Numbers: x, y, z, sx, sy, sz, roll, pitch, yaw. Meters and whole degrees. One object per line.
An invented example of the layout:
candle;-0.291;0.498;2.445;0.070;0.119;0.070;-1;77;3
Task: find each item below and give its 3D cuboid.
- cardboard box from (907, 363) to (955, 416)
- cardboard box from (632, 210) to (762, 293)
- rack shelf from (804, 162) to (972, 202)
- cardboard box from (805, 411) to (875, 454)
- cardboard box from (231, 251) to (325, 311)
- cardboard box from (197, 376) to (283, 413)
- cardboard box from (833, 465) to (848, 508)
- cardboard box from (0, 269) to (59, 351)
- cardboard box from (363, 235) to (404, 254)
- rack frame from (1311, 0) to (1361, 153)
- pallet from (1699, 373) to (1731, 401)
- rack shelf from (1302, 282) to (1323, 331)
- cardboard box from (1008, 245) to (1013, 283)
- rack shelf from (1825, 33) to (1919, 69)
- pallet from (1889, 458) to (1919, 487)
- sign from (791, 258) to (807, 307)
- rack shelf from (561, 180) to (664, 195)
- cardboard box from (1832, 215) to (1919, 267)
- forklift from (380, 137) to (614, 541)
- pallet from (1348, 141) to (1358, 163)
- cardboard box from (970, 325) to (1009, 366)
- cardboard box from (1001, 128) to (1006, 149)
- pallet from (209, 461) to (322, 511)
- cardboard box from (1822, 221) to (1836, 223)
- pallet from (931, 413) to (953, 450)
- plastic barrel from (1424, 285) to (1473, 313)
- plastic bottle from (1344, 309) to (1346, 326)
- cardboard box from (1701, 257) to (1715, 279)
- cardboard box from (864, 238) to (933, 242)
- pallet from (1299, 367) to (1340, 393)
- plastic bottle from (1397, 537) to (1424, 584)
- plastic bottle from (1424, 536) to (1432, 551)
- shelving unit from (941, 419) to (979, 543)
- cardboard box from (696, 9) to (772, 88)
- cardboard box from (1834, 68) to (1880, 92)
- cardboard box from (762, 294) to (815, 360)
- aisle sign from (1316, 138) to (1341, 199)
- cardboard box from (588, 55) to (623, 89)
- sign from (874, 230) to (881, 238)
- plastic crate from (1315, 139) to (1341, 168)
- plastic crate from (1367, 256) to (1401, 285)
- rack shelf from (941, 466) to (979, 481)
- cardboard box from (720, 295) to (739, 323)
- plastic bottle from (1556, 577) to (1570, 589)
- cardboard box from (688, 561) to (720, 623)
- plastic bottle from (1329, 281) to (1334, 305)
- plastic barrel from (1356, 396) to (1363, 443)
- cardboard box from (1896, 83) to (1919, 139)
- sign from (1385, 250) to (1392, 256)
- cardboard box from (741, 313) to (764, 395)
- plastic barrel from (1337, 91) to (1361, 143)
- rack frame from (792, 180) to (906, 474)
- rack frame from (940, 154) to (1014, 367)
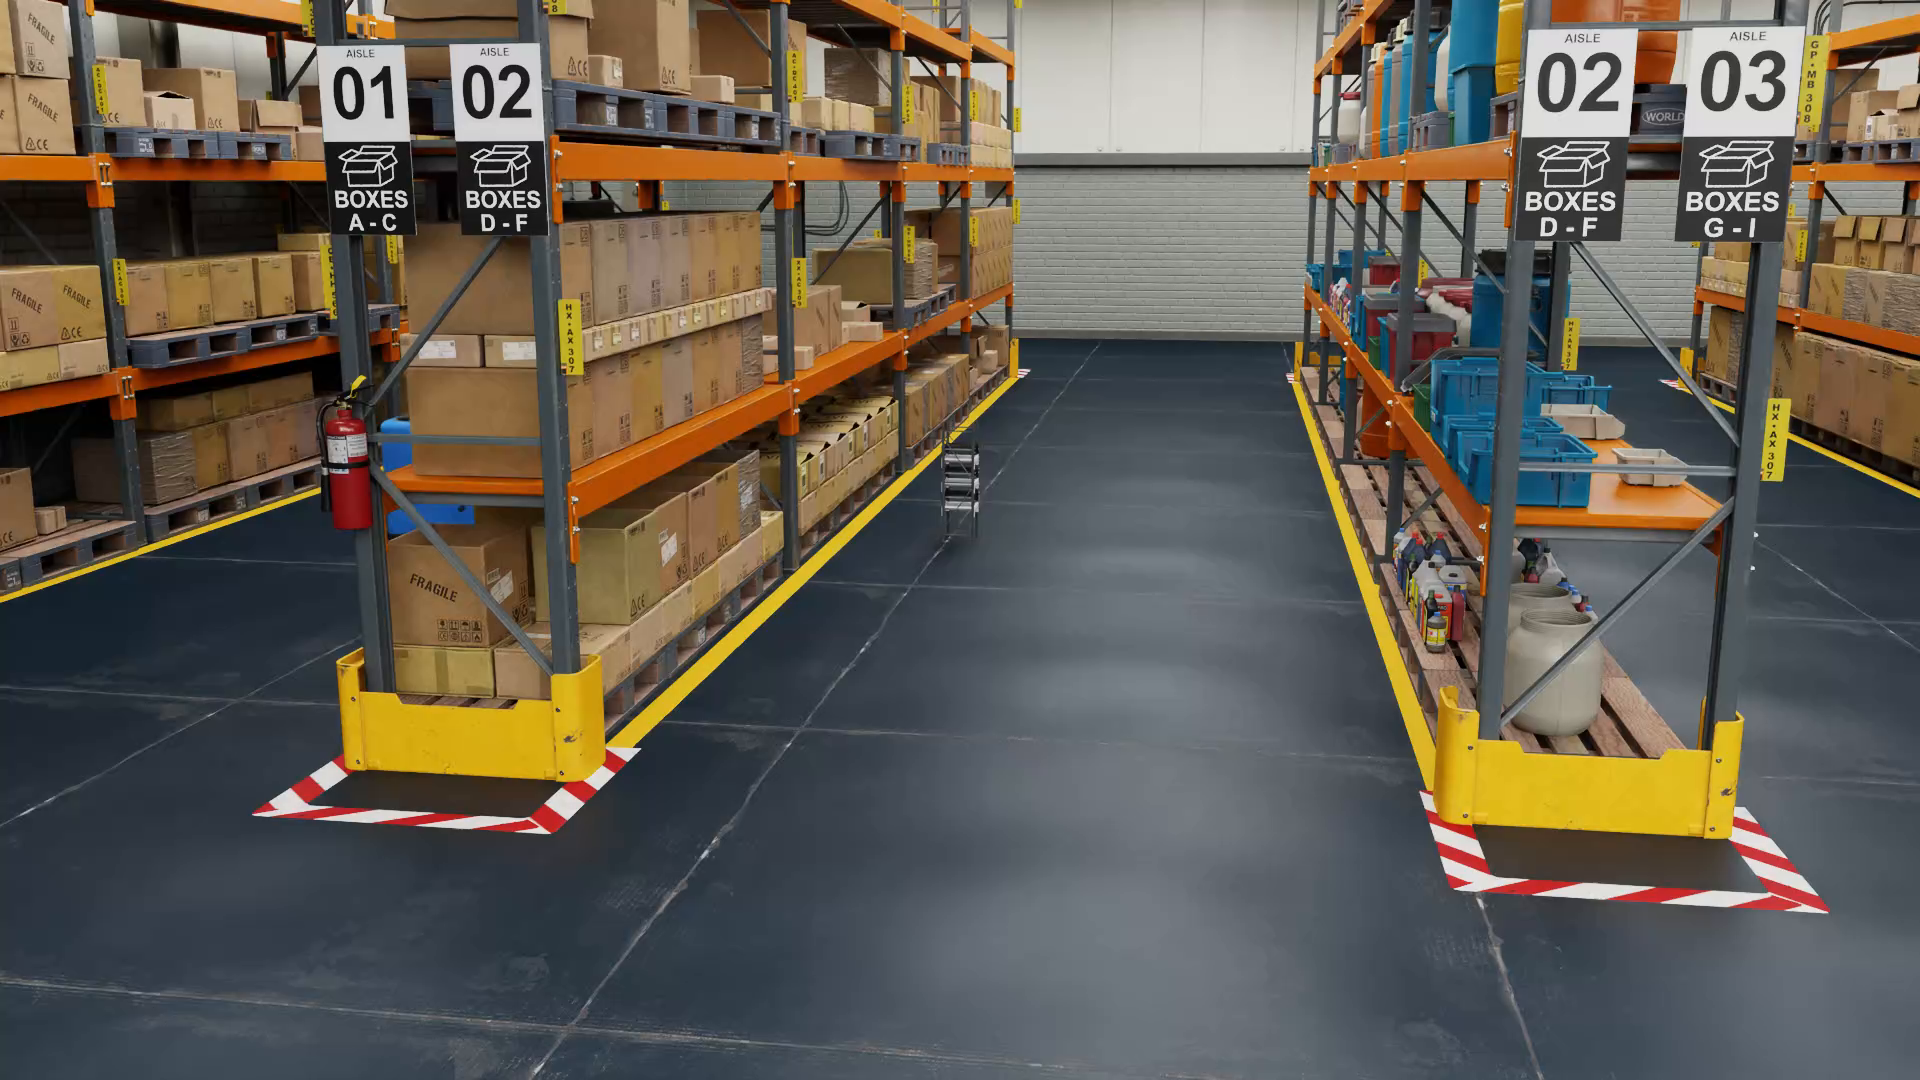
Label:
cardboard box;-0.346;-1.610;17.735;0.500;0.500;0.500;2;12;9
cardboard box;-1.683;-1.861;10.694;0.700;0.500;0.500;2;12;9
rack shelf;-0.699;-3.635;16.826;1.077;0.370;4.000;2;12;9
cardboard box;-0.997;-0.909;13.788;0.500;0.311;0.500;2;12;8
cardboard box;-6.023;-2.312;14.819;0.700;0.500;0.500;1;12;3
cardboard box;-6.185;-1.248;14.272;0.500;0.250;0.500;2;12;8
cardboard box;-1.158;-0.422;12.863;0.500;0.250;0.500;1;12;7
cardboard box;-6.355;-1.521;10.961;0.500;0.500;0.500;2;12;8
cardboard box;-5.573;-2.926;16.180;0.500;0.250;0.500;2;12;10
rack frame;5.118;-6.540;21.482;1.000;3.000;0.127;2;12;9
pallet;9.966;-1.915;20.879;1.003;0.211;1.213;2;12;9
rack shelf;4.810;-2.840;20.258;1.077;0.370;4.000;2;12;9
cardboard box;0.424;-3.716;22.378;0.500;0.500;0.500;2;12;10
rack shelf;9.704;-5.416;18.923;1.077;0.370;4.000;2;12;9
pallet;8.977;-0.580;14.686;1.003;0.211;1.213;2;12;9
sign;-1.073;-1.715;11.089;0.100;0.325;0.005;2;12;9
rack shelf;-4.979;-4.627;21.431;1.077;0.370;4.000;2;12;9
cardboard box;9.307;-3.021;16.771;0.797;0.503;0.637;2;12;7
forklift;-3.191;-1.469;12.352;1.130;2.935;3.031;2;12;7
pallet;4.307;-3.746;16.086;1.003;0.211;1.213;2;12;9
cardboard box;0.384;-2.641;22.517;0.500;0.500;0.500;2;12;9
cardboard box;0.320;-5.187;21.491;0.500;0.250;0.500;2;12;9
pallet;-6.213;-0.484;14.240;1.003;0.211;1.213;2;12;9
cardboard box;9.806;-3.247;18.309;0.500;0.500;0.500;2;12;9
pallet;-0.664;-1.148;17.319;1.003;0.211;1.213;2;12;9
plastic barrel;3.940;-1.776;13.349;0.421;0.512;0.421;0;12;0
plastic bottle;3.674;-2.116;15.664;0.097;0.201;0.097;0;12;0
cardboard box;9.671;-3.428;20.930;0.500;0.250;0.500;2;12;7
cardboard box;-0.685;-3.099;18.519;0.700;0.500;0.500;-2;12;-10
pallet;4.953;-2.074;21.617;1.003;0.211;1.213;2;12;9
plastic bottle;2.768;0.127;10.205;0.152;0.276;0.135;2;12;11
plastic bottle;2.873;0.127;10.189;0.061;0.283;0.133;2;12;9
shelving unit;0.001;-0.442;12.406;0.258;0.900;0.210;2;12;9
cardboard box;-1.488;-3.363;11.437;0.500;0.500;0.500;2;12;9
cardboard box;9.548;-4.946;17.952;0.500;0.250;0.500;1;12;5
cardboard box;-1.406;-1.589;12.509;0.500;0.500;0.500;3;12;13
aisle sign;4.836;-4.903;21.954;0.394;0.787;0.004;2;12;9
cardboard box;-1.881;-2.295;8.168;0.380;0.149;0.250;2;12;9
sign;-0.928;-3.375;18.981;0.100;0.325;0.005;2;12;9
plastic crate;4.611;-4.735;20.370;0.504;0.338;0.767;2;12;9
plastic crate;4.888;-3.013;19.062;0.402;0.464;0.583;2;12;9
rack shelf;0.001;-0.497;12.394;0.258;0.077;0.200;2;12;9
cardboard box;-1.569;-1.413;10.151;0.380;0.149;0.250;2;12;9
plastic bottle;3.343;0.340;9.228;0.097;0.271;0.097;0;12;0
cardboard box;-1.702;0.284;9.586;0.500;0.250;0.500;2;12;9
plastic bottle;4.025;-2.655;17.972;0.061;0.283;0.133;2;12;9
plastic barrel;3.945;-1.154;15.638;0.421;0.512;0.421;0;12;0
cardboard box;9.075;-3.930;15.247;0.797;0.503;0.637;2;12;8
sign;5.664;-3.673;22.029;0.100;0.325;0.005;2;12;9
cardboard box;-1.683;-1.227;10.831;0.700;0.500;0.500;2;12;7
plastic barrel;4.174;-4.412;17.405;0.433;0.535;0.433;0;12;0
rack frame;-1.006;-2.104;15.135;1.000;3.000;0.127;2;12;9
rack frame;0.224;-3.769;22.862;1.000;3.000;0.127;2;12;9
